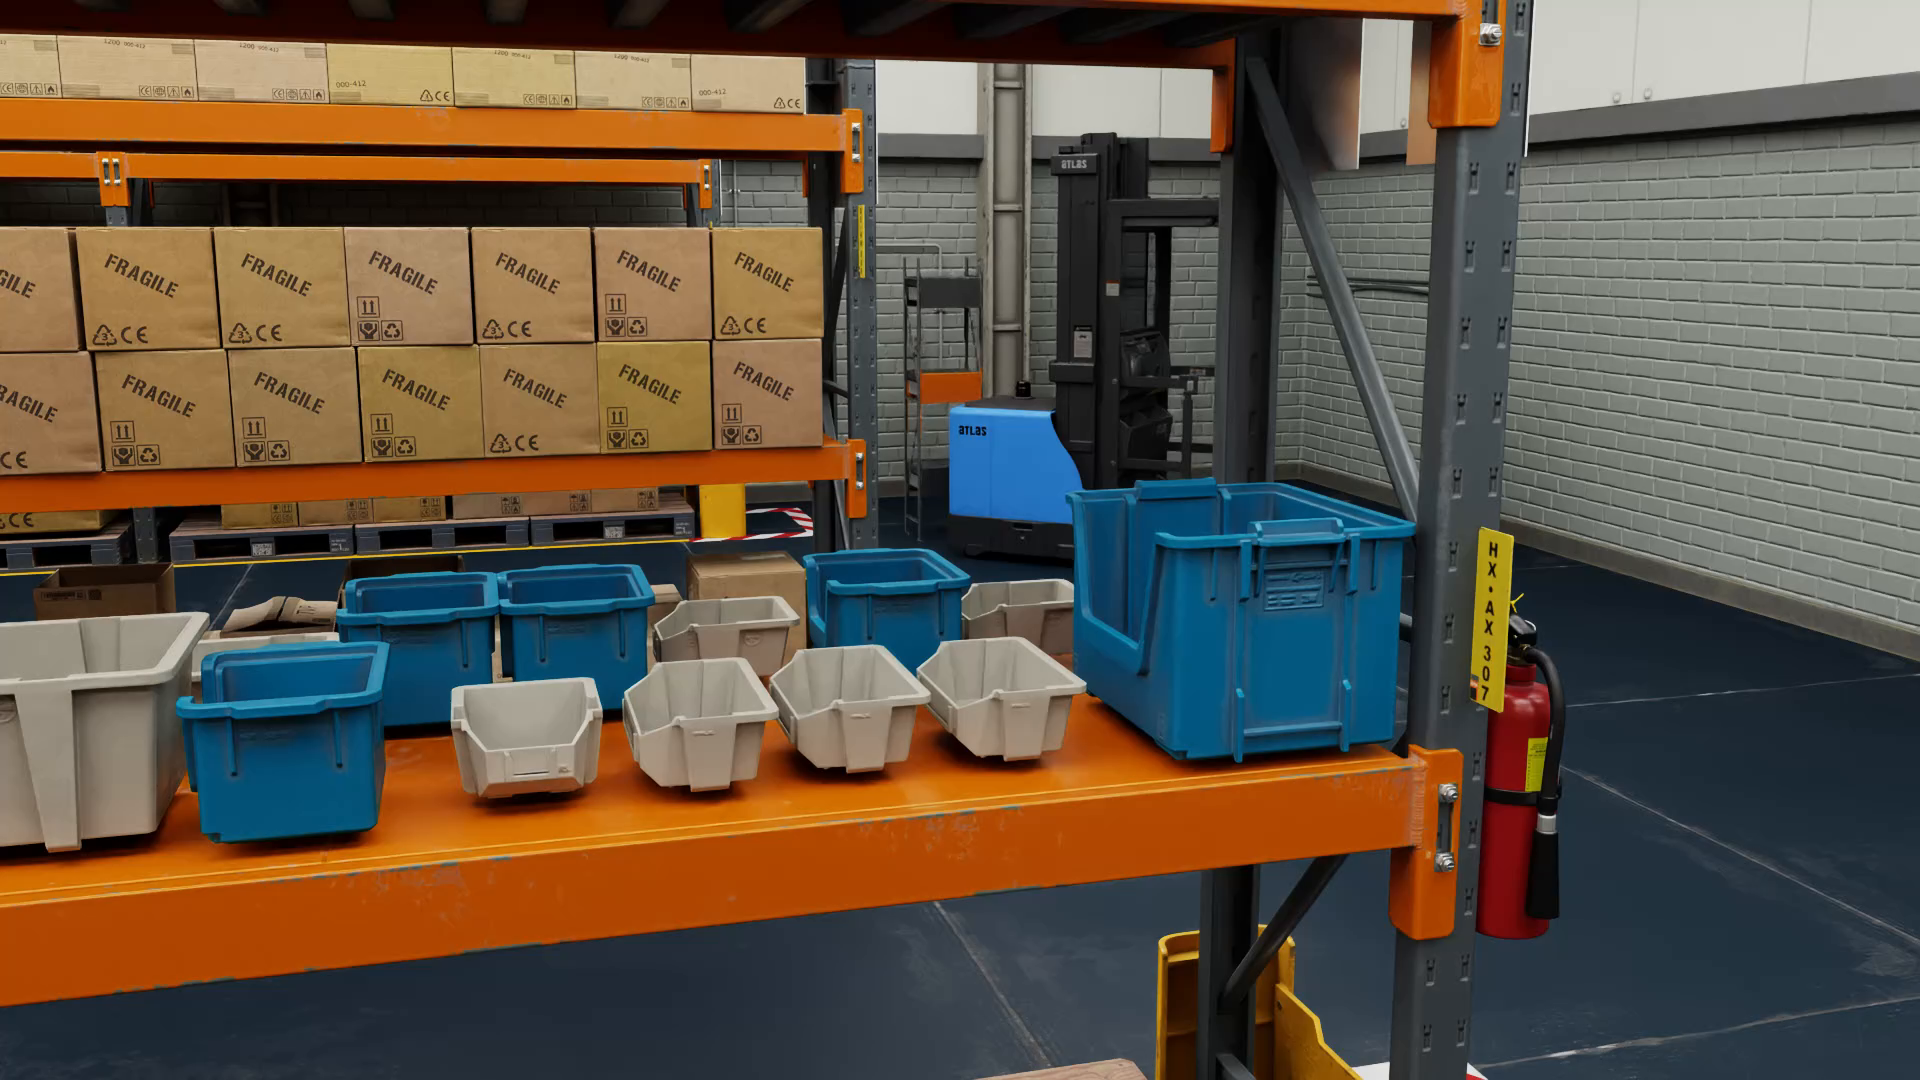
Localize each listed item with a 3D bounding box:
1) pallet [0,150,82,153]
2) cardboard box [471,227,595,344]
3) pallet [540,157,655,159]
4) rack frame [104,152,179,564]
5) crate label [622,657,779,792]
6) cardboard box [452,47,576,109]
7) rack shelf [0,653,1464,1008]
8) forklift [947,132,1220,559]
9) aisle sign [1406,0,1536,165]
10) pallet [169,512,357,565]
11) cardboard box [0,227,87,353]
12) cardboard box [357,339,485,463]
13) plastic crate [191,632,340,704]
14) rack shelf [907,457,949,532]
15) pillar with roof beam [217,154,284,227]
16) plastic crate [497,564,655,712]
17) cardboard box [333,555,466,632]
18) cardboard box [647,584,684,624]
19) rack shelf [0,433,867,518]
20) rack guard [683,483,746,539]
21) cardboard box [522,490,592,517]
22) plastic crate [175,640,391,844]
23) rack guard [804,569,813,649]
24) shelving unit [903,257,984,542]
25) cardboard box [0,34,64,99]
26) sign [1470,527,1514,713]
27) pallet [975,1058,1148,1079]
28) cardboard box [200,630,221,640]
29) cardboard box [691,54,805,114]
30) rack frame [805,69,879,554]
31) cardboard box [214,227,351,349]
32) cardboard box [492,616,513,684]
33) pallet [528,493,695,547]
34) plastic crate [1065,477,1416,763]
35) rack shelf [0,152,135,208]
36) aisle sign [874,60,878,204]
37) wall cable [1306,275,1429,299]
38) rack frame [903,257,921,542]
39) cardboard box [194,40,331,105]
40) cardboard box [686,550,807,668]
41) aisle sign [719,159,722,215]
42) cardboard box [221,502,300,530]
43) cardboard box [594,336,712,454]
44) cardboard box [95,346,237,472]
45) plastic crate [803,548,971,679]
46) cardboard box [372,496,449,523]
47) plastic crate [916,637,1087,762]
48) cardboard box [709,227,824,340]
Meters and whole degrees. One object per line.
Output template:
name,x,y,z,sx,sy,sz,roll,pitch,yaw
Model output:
pallet,-6.679,-2.716,11.258,1.217,0.209,0.805,-3,11,-18
cardboard box,-1.916,-1.149,7.465,0.500,0.500,0.500,-3,11,-14
pallet,-2.681,-2.984,12.433,1.213,0.211,1.003,-3,11,-16
rack frame,-5.813,-1.390,11.811,0.127,3.000,1.000,-3,11,-16
crate label,-0.478,0.333,3.013,0.243,0.136,0.396,-3,11,-16
cardboard box,-1.963,-2.010,7.309,0.500,0.250,0.500,-3,11,-16
rack shelf,-1.123,0.585,3.071,4.000,0.370,1.077,-3,11,-16
forklift,1.469,-1.289,11.455,3.031,2.935,1.130,5,11,24
aisle sign,0.948,-1.101,3.063,0.004,0.787,0.394,-3,11,-16
pallet,-5.061,-0.043,12.198,1.213,0.211,1.003,-3,11,-16
cardboard box,-3.893,-1.045,6.898,0.500,0.500,0.500,-3,11,-14
cardboard box,-2.399,-0.634,7.428,0.500,0.500,0.500,-3,11,-17
plastic crate,-1.456,0.292,3.237,0.466,0.136,0.293,-3,11,-16
rack shelf,-0.126,-0.361,12.651,0.480,0.518,0.431,-3,11,-17
pillar with roof beam,-4.179,-3.778,8.212,0.400,9.000,9.100,-3,11,-16
plastic crate,-0.796,0.205,3.446,0.300,0.233,0.416,-3,11,-16
cardboard box,-2.622,0.387,7.842,0.637,0.503,0.797,-3,11,-16
cardboard box,-1.665,0.408,8.424,0.500,0.250,0.500,-3,11,-16
rack shelf,-2.504,-0.276,7.749,4.000,0.370,1.077,-3,11,-16
rack guard,-1.949,-0.364,13.143,0.348,0.500,1.175,-3,11,-16
cardboard box,-3.097,-0.491,12.674,0.500,0.500,0.700,-3,11,-16
plastic crate,-1.103,0.331,2.758,0.300,0.233,0.416,-3,11,-16
rack guard,-0.657,0.502,8.439,0.348,0.500,1.175,-3,11,-16
shelving unit,-0.126,-1.063,12.522,0.503,2.100,0.431,-3,11,-17
cardboard box,-3.888,-1.912,6.776,0.500,0.250,0.500,-3,11,-16
sign,0.966,0.145,3.025,0.005,0.325,0.100,-3,11,-16
pallet,-0.006,1.536,3.618,1.213,0.211,1.003,-3,11,-16
cardboard box,-3.613,0.549,7.937,0.250,0.149,0.380,-3,11,-16
cardboard box,-1.003,-2.061,7.585,0.500,0.250,0.500,-3,11,-16
rack frame,-0.584,-0.731,8.234,0.127,3.000,1.000,-3,11,-16
cardboard box,-2.904,-1.097,7.181,0.500,0.500,0.500,-3,11,-18
cardboard box,-1.958,0.518,7.828,0.500,0.250,0.500,-3,11,-16
pallet,-2.718,-0.167,12.869,1.213,0.211,1.003,-3,11,-16
plastic crate,0.528,0.133,3.278,0.499,0.435,0.616,-3,11,-16
rack shelf,-7.733,-2.410,11.054,4.000,0.370,1.077,-3,11,-16
aisle sign,-0.433,-1.960,7.728,0.004,0.787,0.394,-3,11,-16
wall cable,3.558,-3.240,13.865,0.112,2.526,3.097,-3,11,-16
rack frame,-0.359,-1.050,12.449,0.015,2.100,0.400,-3,11,-17
cardboard box,-2.927,-1.961,7.046,0.500,0.250,0.500,-3,11,-16
cardboard box,-1.037,0.352,8.038,0.500,0.500,0.500,-3,11,-16
aisle sign,-1.819,-2.822,12.411,0.004,0.787,0.394,-3,11,-16
cardboard box,-5.066,-0.387,12.108,0.500,0.500,0.700,-3,11,-15
cardboard box,-1.435,-0.684,7.698,0.500,0.500,0.500,-3,11,-15
cardboard box,-3.368,-0.583,7.152,0.500,0.500,0.500,-3,11,-15
plastic crate,-0.164,0.171,3.627,0.300,0.233,0.416,-3,11,-16
cardboard box,-4.089,-0.437,12.382,0.500,0.500,0.700,-3,11,-15
plastic crate,0.065,0.303,3.179,0.243,0.136,0.396,-3,11,-16
cardboard box,-0.934,-1.202,7.752,0.500,0.500,0.500,-3,11,-16
